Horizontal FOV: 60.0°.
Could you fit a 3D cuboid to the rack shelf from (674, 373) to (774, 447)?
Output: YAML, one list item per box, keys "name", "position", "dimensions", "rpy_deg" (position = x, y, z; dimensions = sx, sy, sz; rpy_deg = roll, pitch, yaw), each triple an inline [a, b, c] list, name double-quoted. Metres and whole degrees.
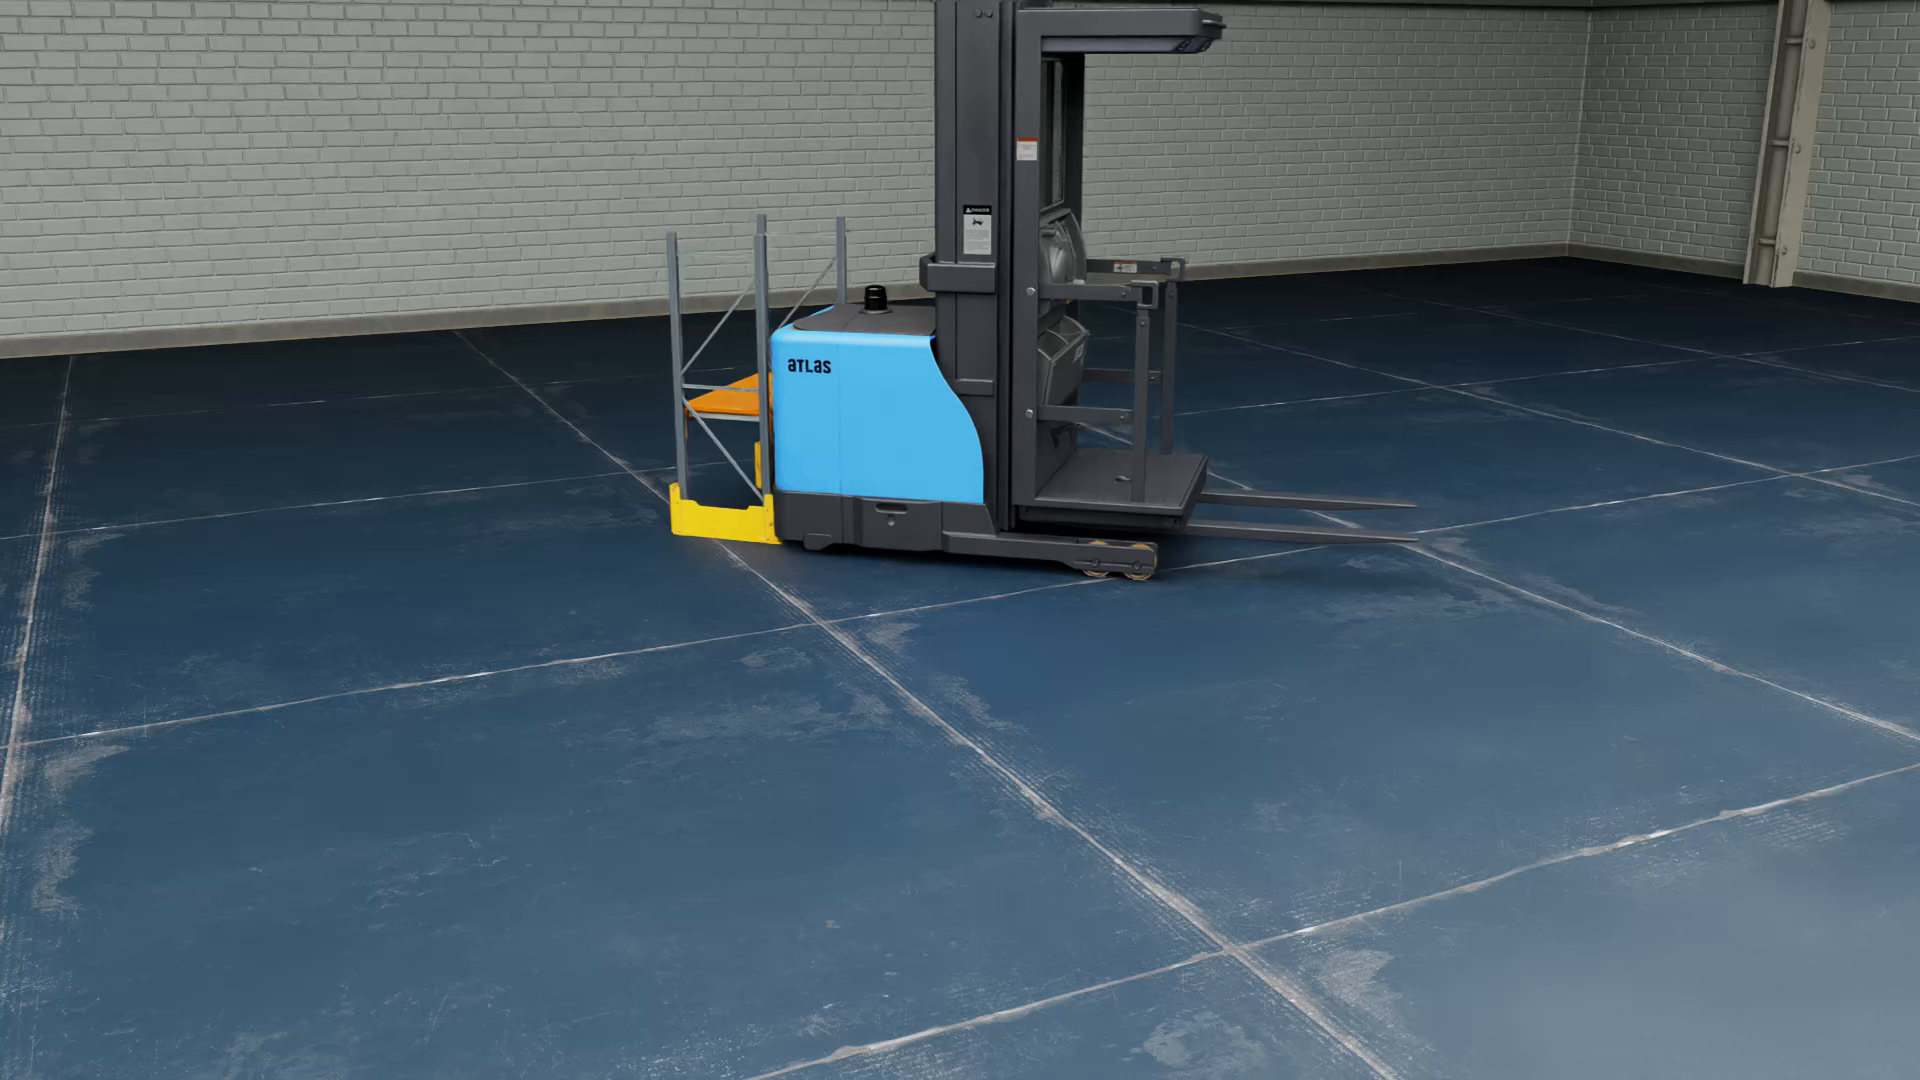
- name: "rack shelf"
  position: [-1.004, -0.695, 8.607]
  dimensions: [0.538, 0.185, 1.000]
  rpy_deg: [5, 17, 18]

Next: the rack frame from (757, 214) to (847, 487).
- name: "rack frame"
  position: [-0.844, -1.001, 9.022]
  dimensions: [0.500, 1.500, 0.032]
  rpy_deg: [5, 17, 18]

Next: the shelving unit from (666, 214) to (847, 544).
- name: "shelving unit"
  position: [-1.006, -0.866, 8.549]
  dimensions: [0.587, 1.500, 1.083]
  rpy_deg: [5, 17, 18]

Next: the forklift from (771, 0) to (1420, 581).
- name: "forklift"
  position: [0.670, -1.385, 7.764]
  dimensions: [3.031, 2.935, 1.130]
  rpy_deg: [4, 16, 14]

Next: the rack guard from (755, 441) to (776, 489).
- name: "rack guard"
  position: [-0.850, -0.396, 9.176]
  dimensions: [0.587, 0.250, 0.087]
  rpy_deg: [5, 17, 18]

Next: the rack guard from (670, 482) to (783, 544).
- name: "rack guard"
  position: [-1.162, -0.135, 8.267]
  dimensions: [0.587, 0.250, 0.087]
  rpy_deg: [5, 17, 18]

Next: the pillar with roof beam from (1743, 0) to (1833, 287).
- name: "pillar with roof beam"
  position: [4.760, -6.535, 14.708]
  dimensions: [9.100, 9.000, 0.400]
  rpy_deg: [-8, 18, -25]

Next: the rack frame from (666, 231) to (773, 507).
- name: "rack frame"
  position: [-1.163, -0.735, 8.093]
  dimensions: [0.500, 1.500, 0.032]
  rpy_deg: [5, 17, 18]
